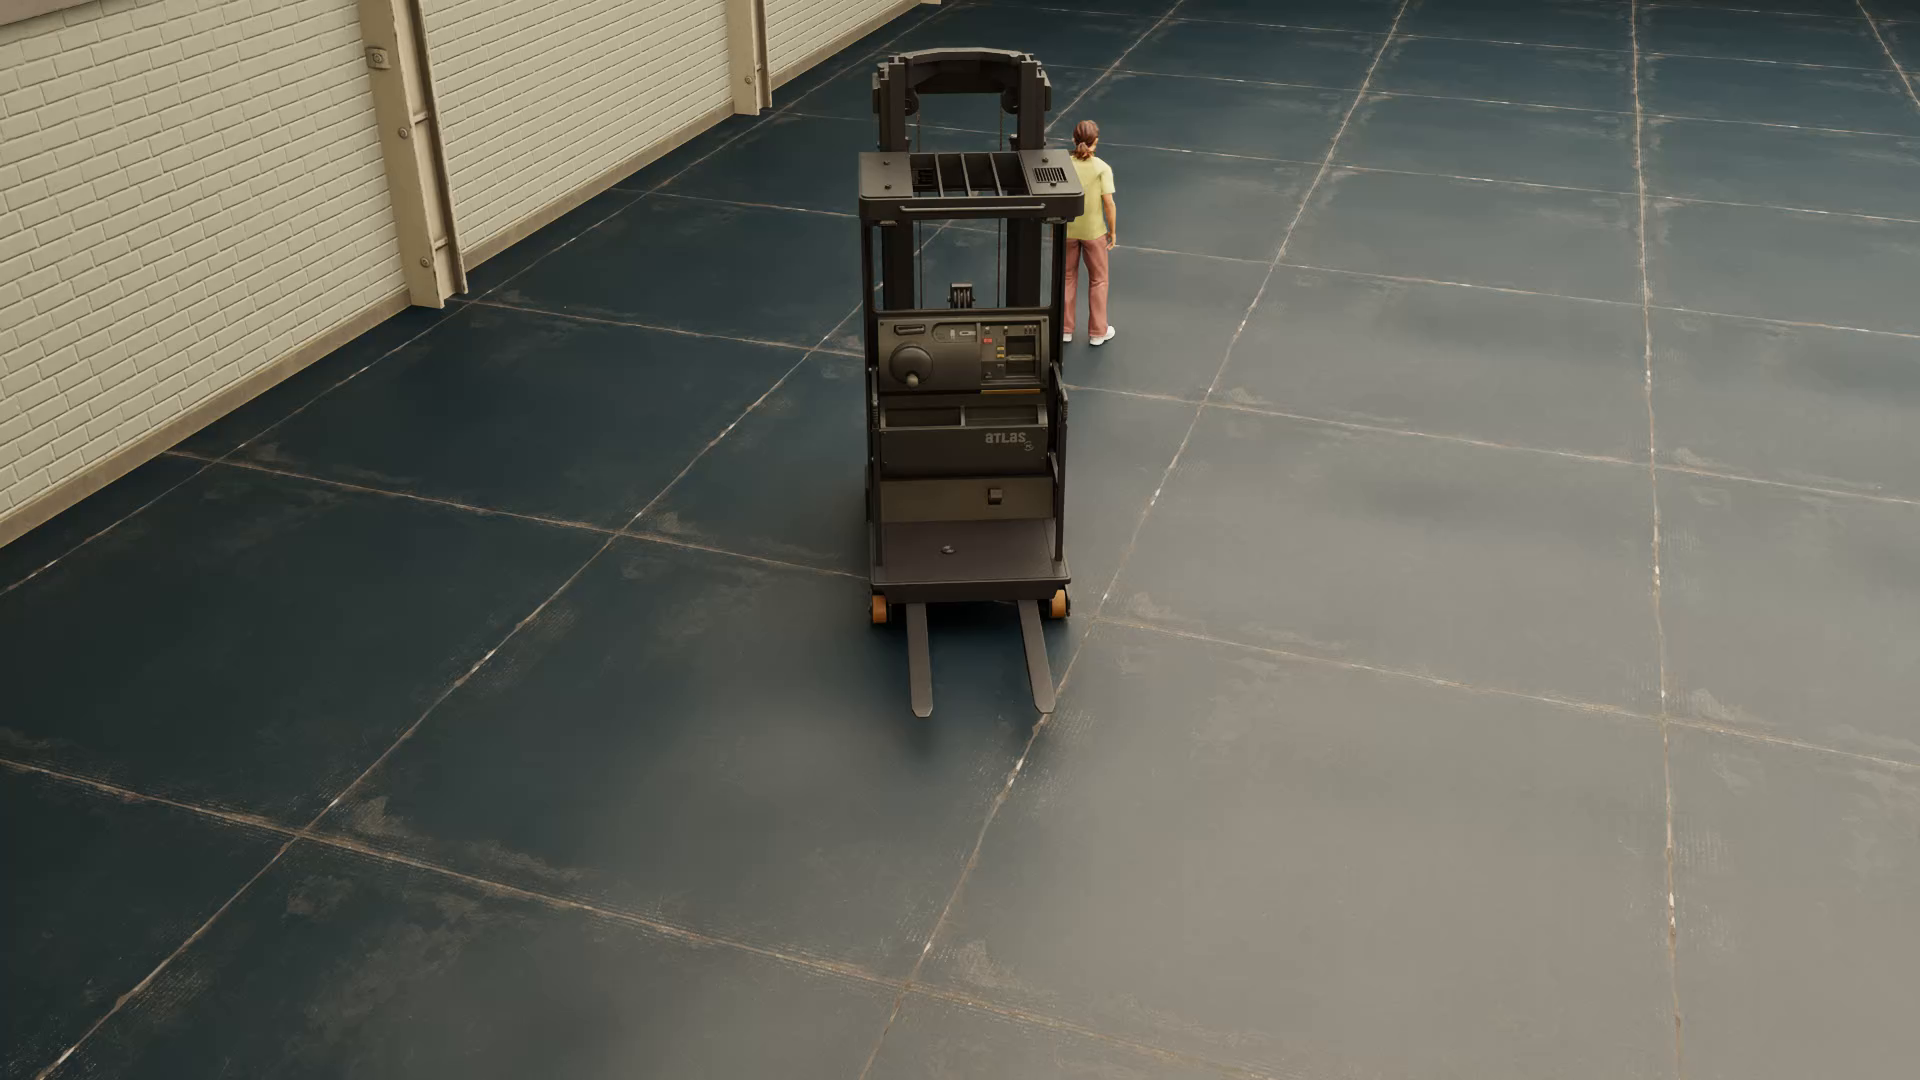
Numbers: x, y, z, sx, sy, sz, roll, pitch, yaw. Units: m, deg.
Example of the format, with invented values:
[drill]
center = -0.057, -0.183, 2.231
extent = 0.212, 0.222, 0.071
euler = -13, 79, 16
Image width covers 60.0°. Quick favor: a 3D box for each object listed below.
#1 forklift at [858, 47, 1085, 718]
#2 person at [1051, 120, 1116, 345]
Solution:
[forklift]
center = 0.035, -0.972, 8.842
extent = 1.130, 2.935, 3.031
euler = -2, 30, -3
[person]
center = 0.920, -2.287, 12.419
extent = 0.501, 1.673, 0.352
euler = 9, 31, 15
